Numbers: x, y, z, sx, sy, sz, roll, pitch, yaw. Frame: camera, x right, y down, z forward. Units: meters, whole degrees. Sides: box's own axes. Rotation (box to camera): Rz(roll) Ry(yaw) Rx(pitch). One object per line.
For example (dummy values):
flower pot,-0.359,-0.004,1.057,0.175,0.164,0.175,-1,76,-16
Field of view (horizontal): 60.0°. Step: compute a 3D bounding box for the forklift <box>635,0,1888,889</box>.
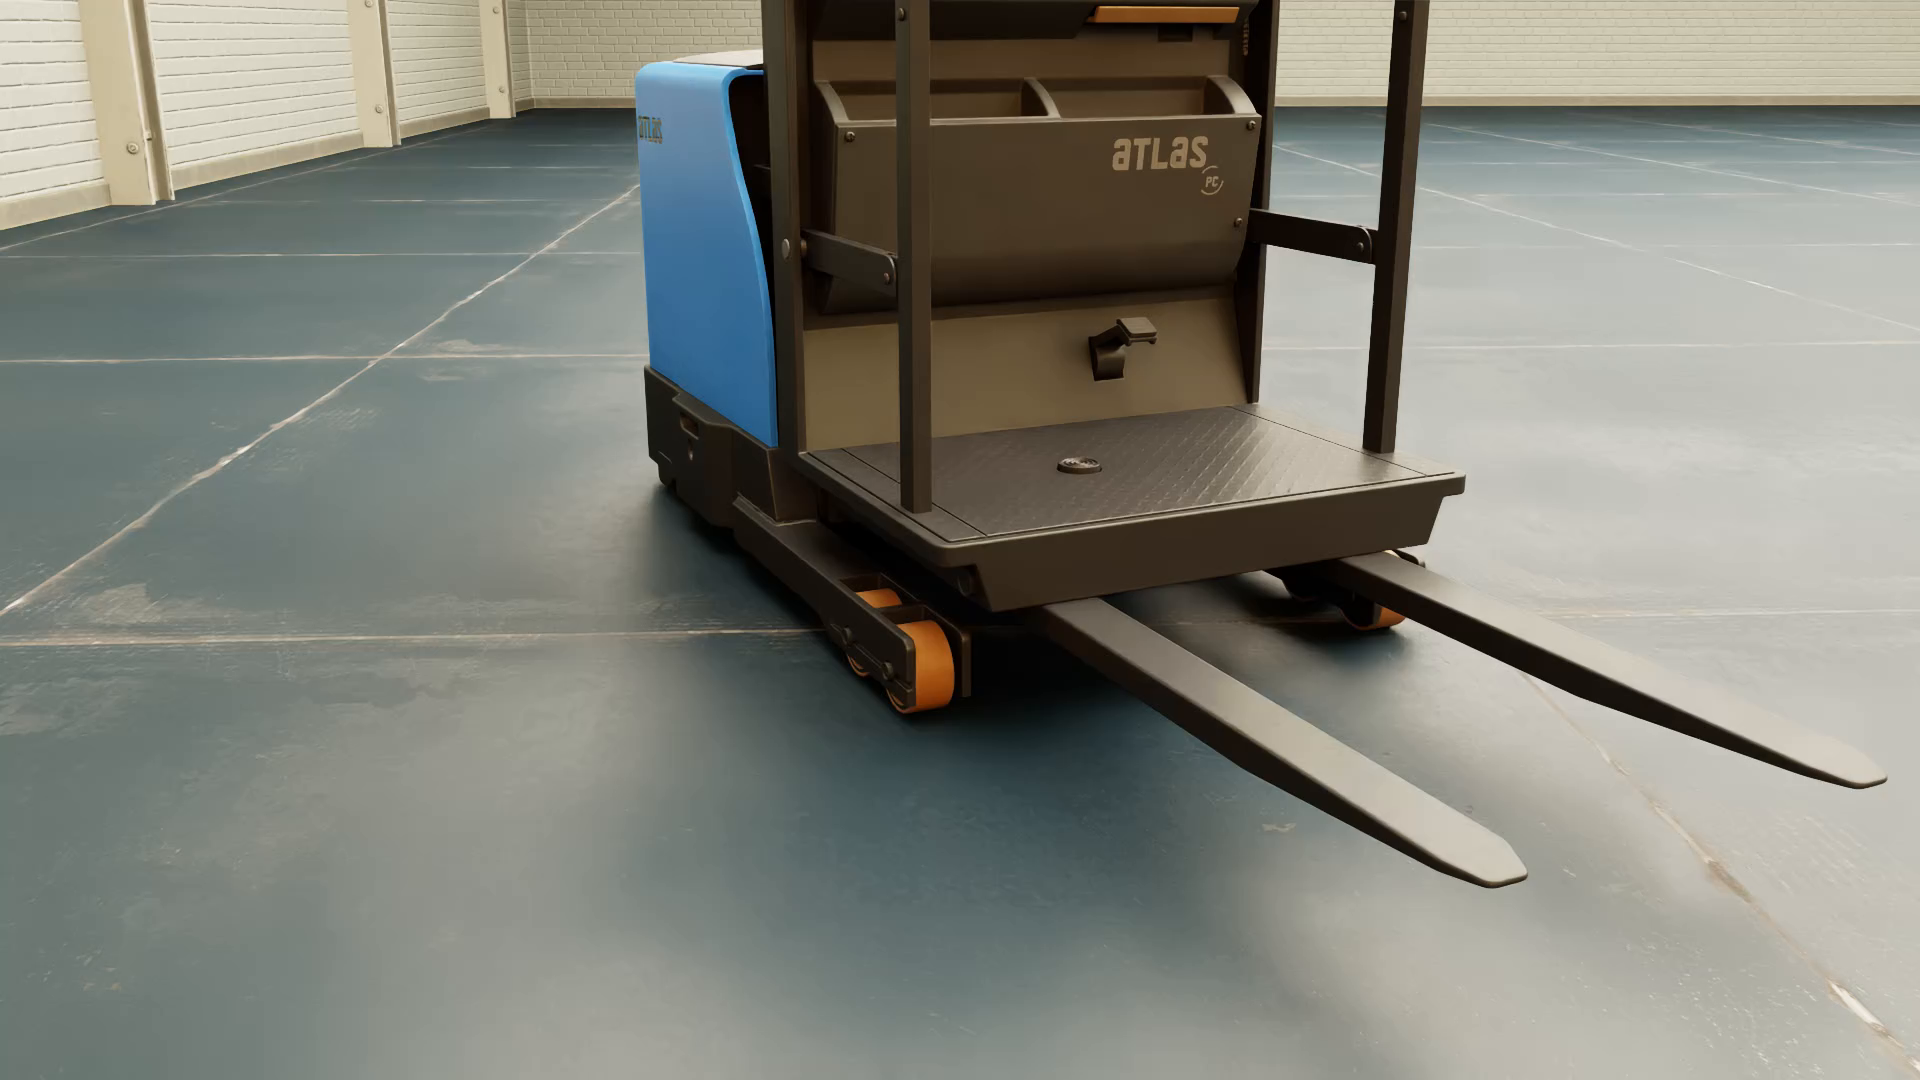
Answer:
forklift,0.258,-1.240,2.962,1.130,2.935,3.031,-8,19,-24
